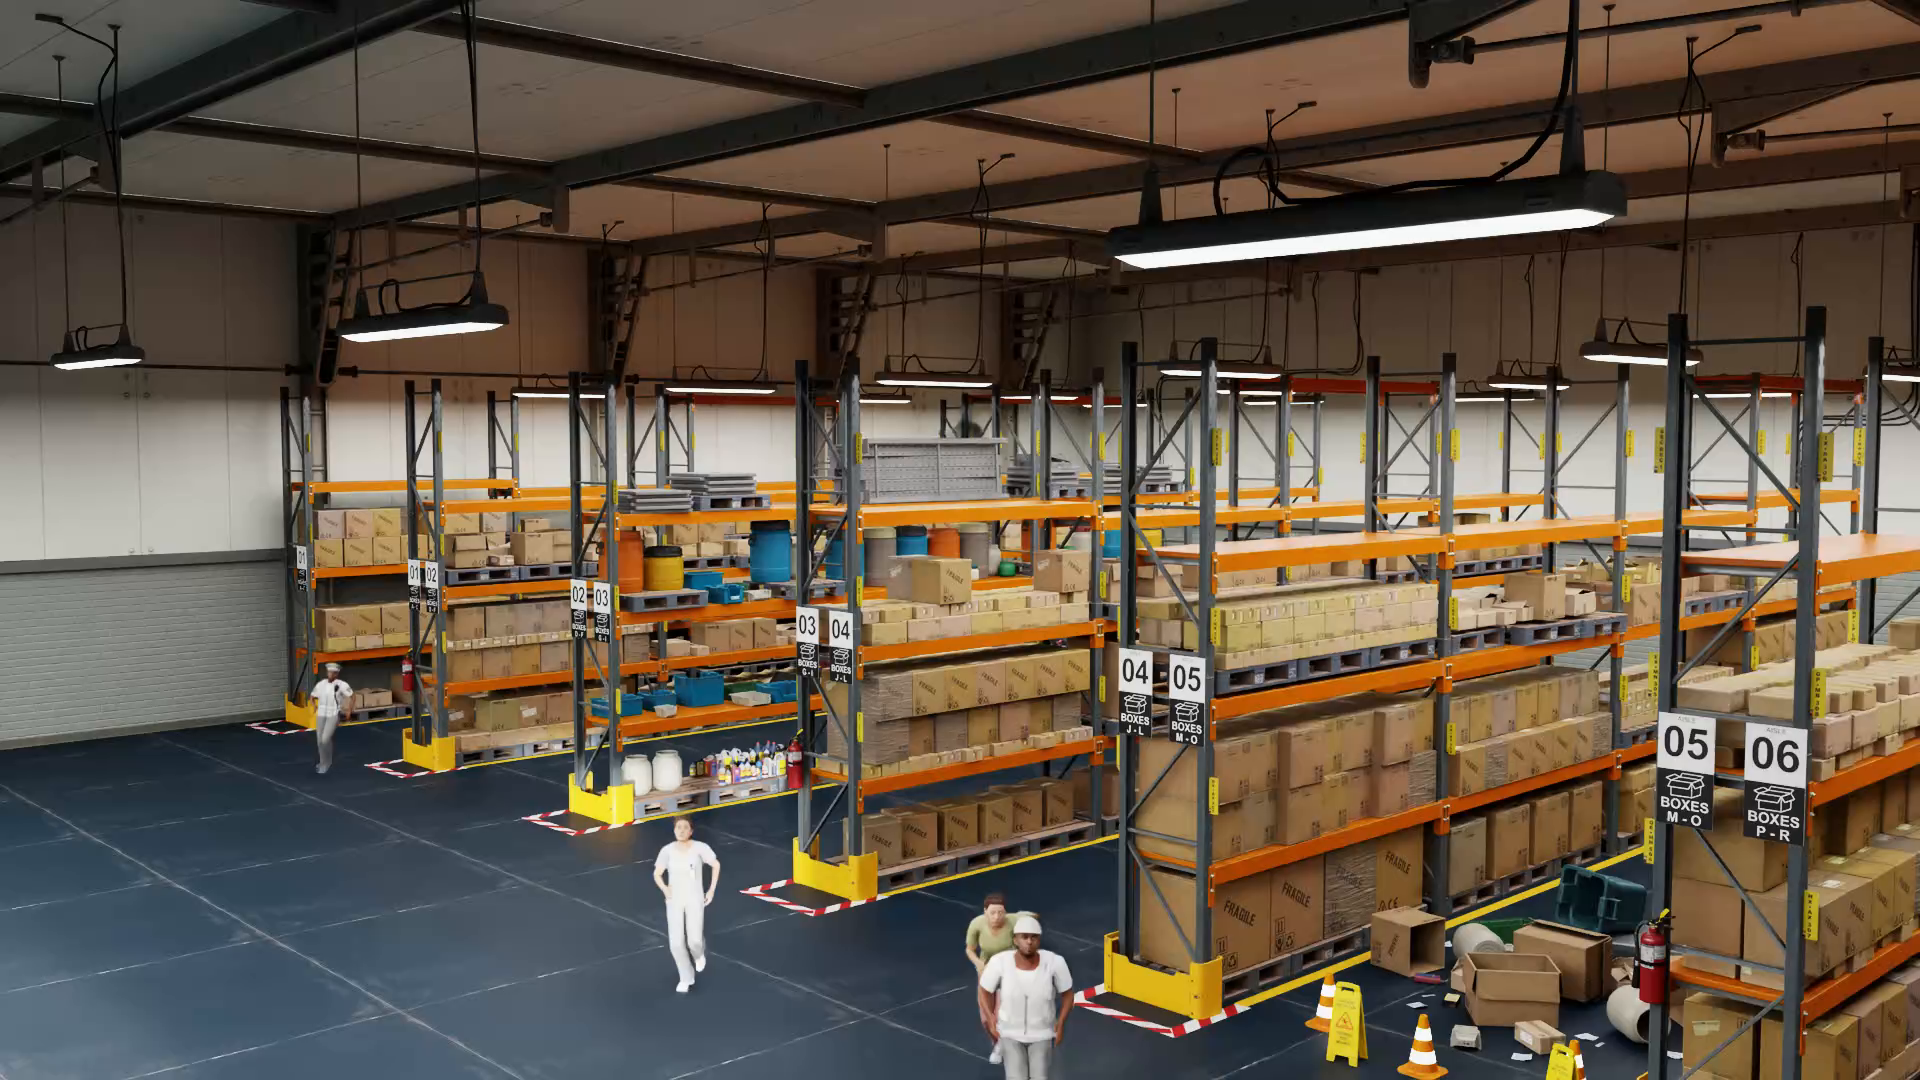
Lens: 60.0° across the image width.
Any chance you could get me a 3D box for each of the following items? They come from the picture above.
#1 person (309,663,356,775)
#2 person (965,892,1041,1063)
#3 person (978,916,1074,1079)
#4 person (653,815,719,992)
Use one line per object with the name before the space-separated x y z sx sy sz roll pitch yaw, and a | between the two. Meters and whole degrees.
person | -9.607 2.719 25.392 0.646 1.706 0.623 0 4 1
person | 0.351 3.558 13.458 0.600 1.505 0.825 0 4 6
person | 0.469 3.512 11.935 0.693 1.679 0.604 0 4 5
person | -2.546 3.365 15.431 0.601 1.636 0.578 0 4 -2
